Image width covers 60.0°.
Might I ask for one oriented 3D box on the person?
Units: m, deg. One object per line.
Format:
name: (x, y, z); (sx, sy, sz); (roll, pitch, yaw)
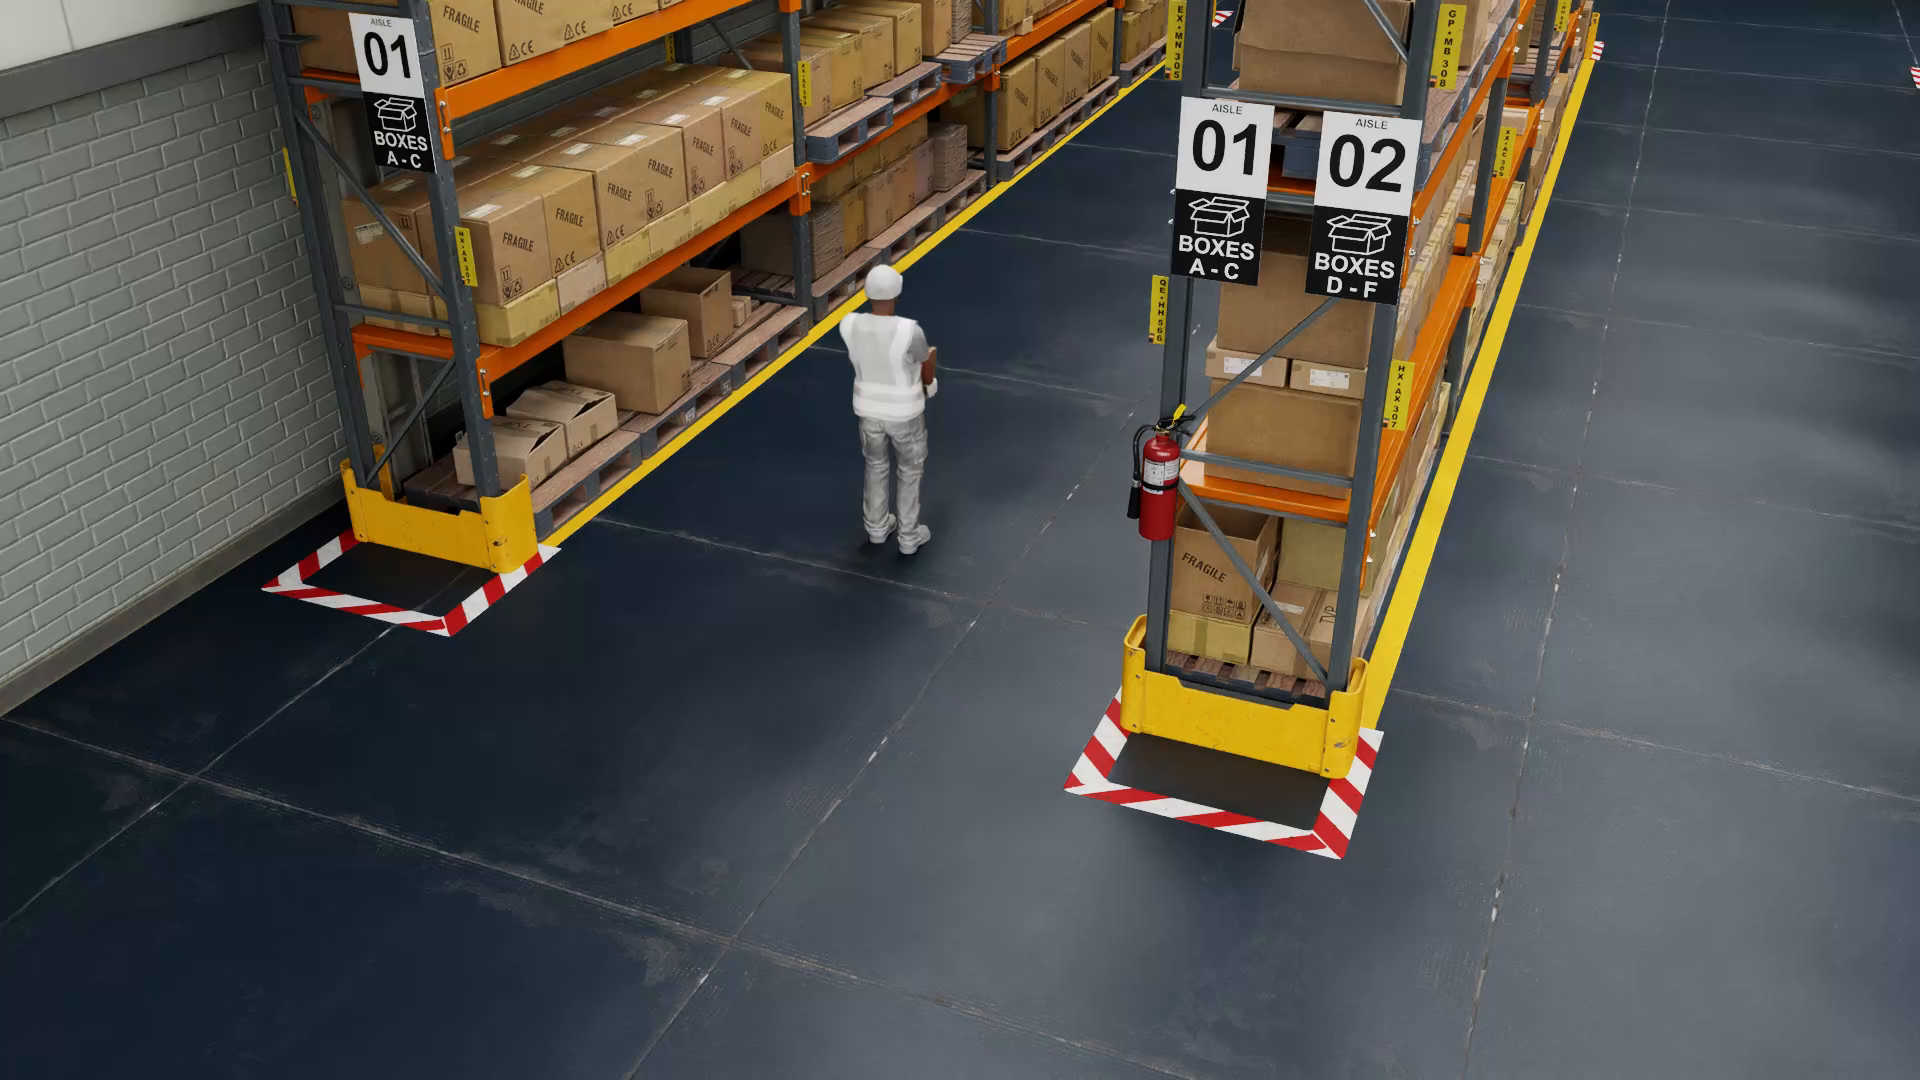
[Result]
person: (-0.385, -0.810, 9.819); (0.489, 1.782, 0.566); (11, 31, 19)
